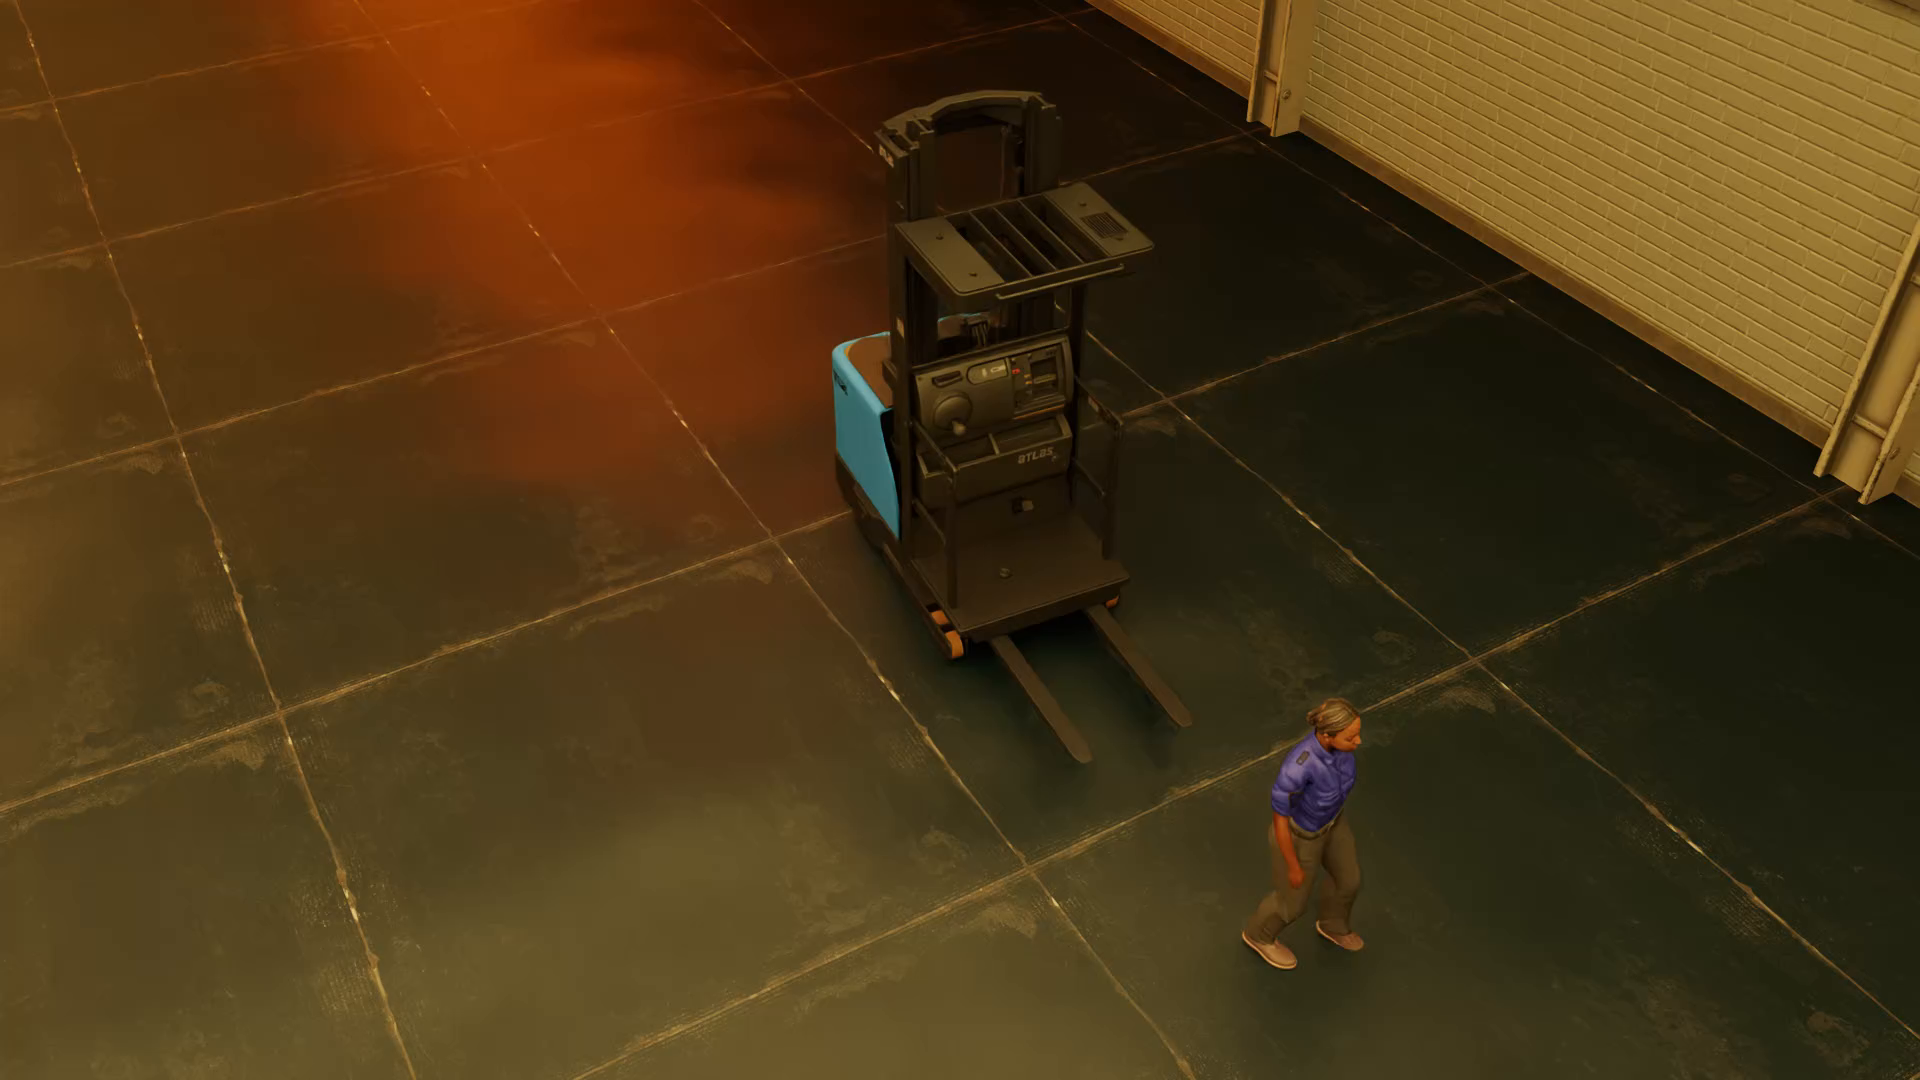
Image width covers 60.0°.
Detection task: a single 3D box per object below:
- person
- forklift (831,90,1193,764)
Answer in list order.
[{"bbox_3d":[1.625,1.358,7.459,0.502,1.702,0.553,31,49,32],"label":"person"},{"bbox_3d":[0.288,-0.766,8.960,1.130,2.935,3.031,-17,43,-19],"label":"forklift"}]
